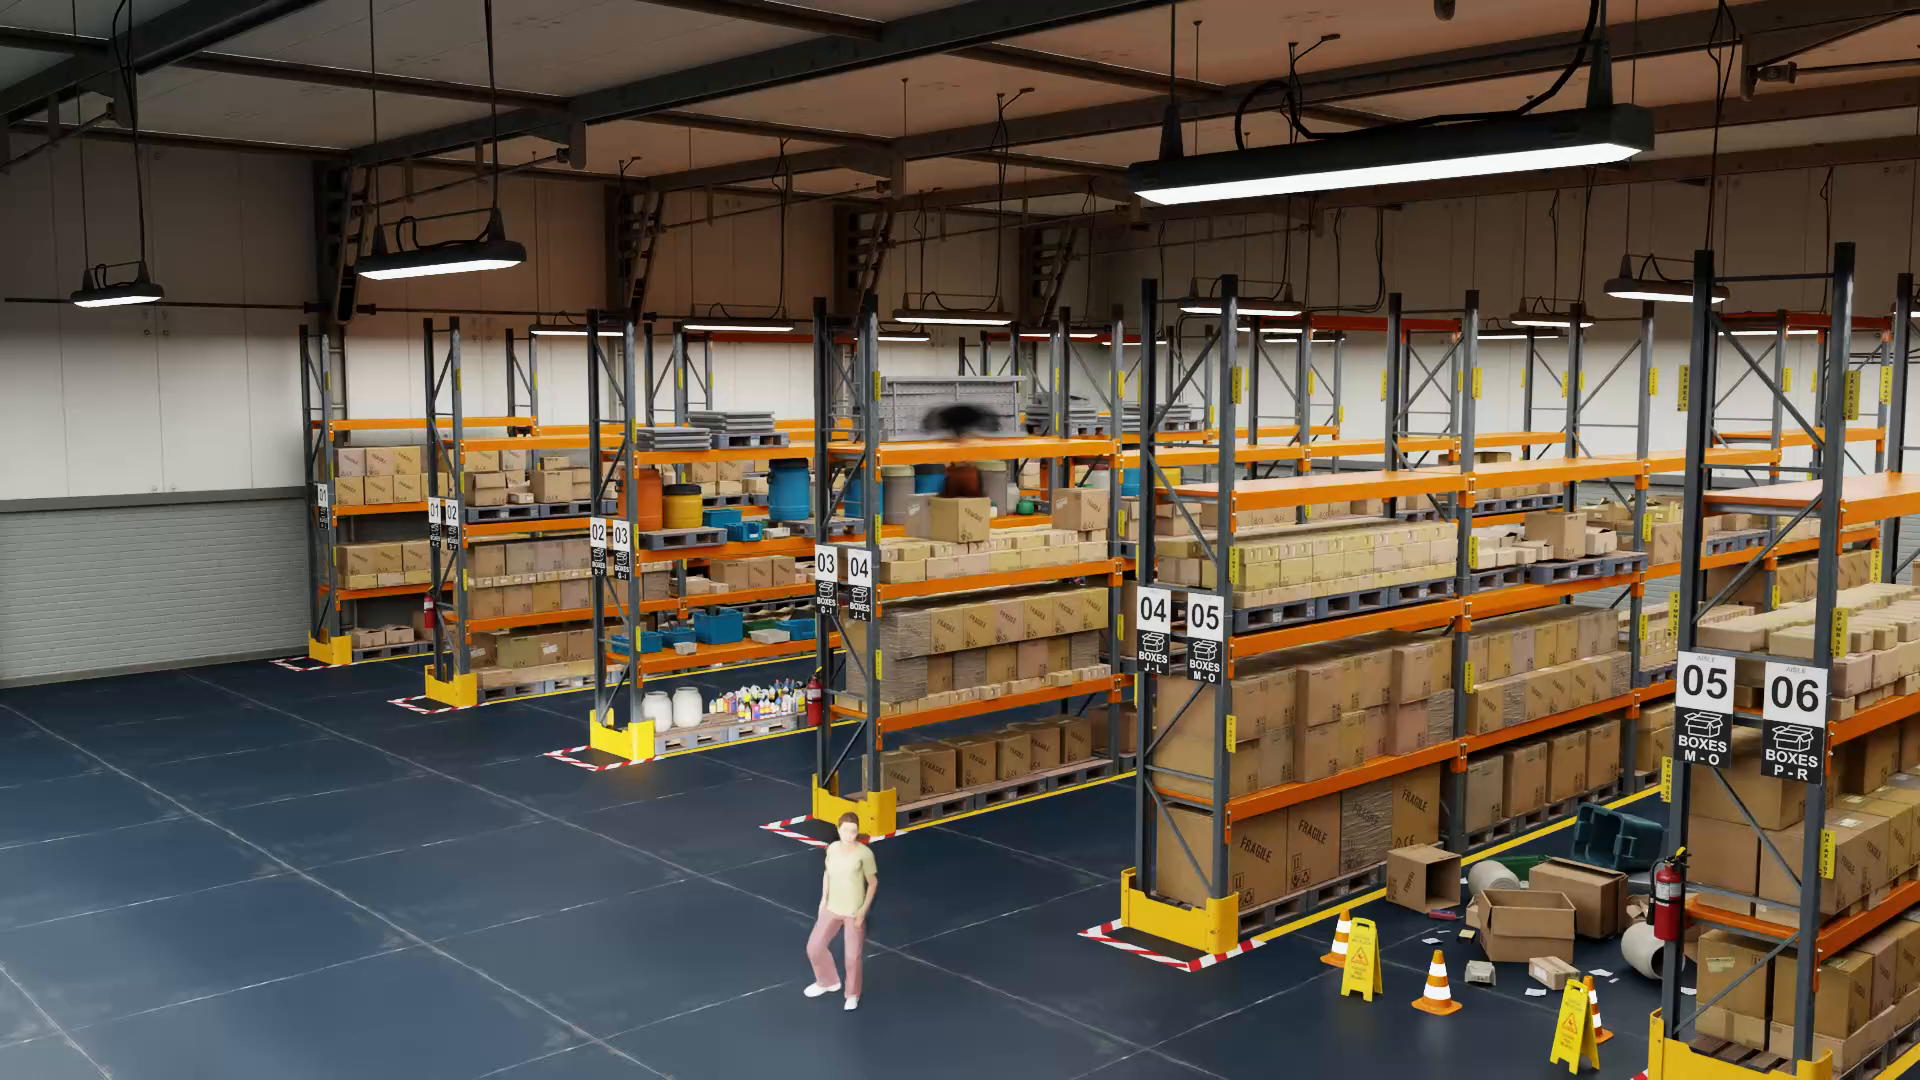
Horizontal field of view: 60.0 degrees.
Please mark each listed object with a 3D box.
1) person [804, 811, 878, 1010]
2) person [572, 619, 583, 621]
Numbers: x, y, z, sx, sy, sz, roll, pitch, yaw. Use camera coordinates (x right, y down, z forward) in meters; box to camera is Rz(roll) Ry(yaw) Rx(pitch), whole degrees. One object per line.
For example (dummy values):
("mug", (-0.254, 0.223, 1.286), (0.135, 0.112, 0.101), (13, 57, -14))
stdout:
("person", (-0.993, 2.995, 13.436), (0.714, 1.645, 0.534), (2, 6, 22))
("person", (-6.949, 1.263, 30.524), (0.595, 1.708, 0.902), (5, 8, 40))
